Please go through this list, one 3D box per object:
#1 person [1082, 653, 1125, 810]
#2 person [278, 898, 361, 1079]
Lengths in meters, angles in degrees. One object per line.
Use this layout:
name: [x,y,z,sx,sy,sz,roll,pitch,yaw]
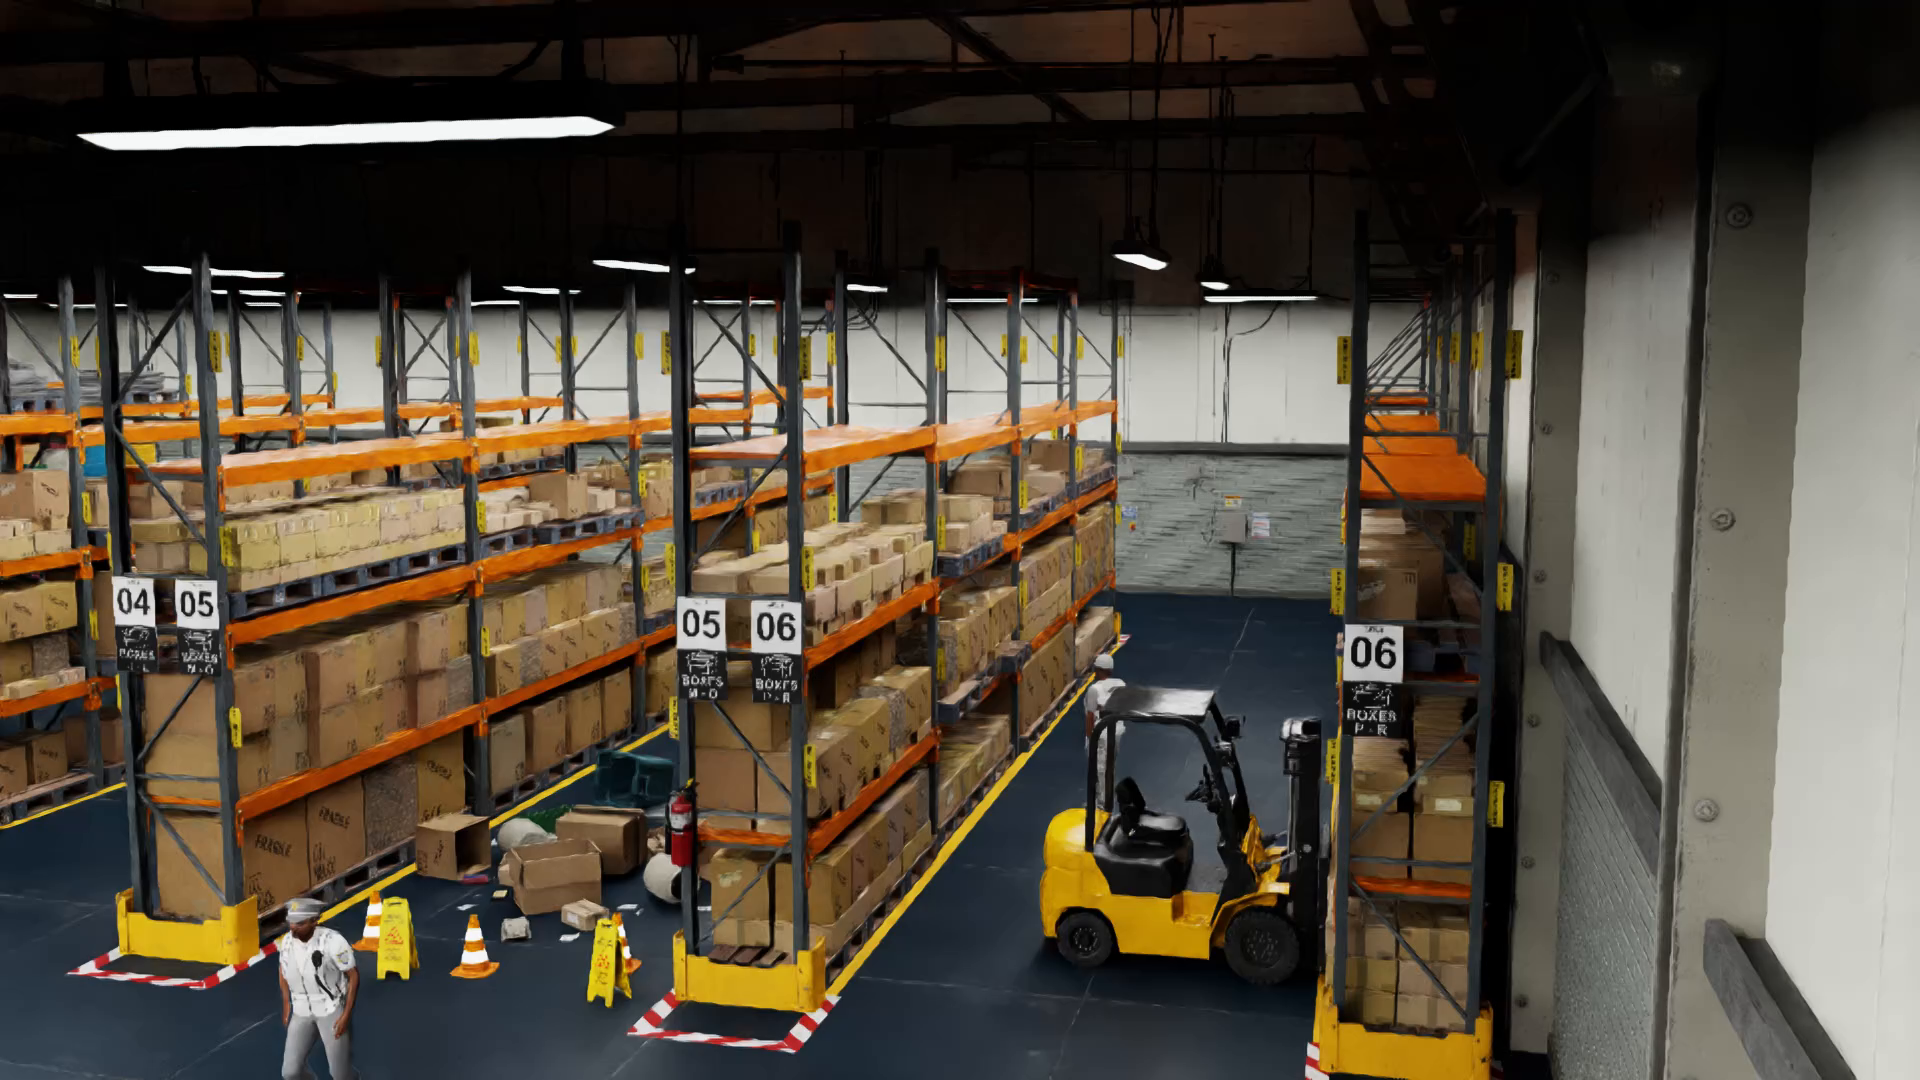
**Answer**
person: [1.490,2.092,17.870,0.490,1.785,0.616,7,10,43]
person: [-4.165,3.057,10.814,0.592,1.629,0.526,1,7,12]
